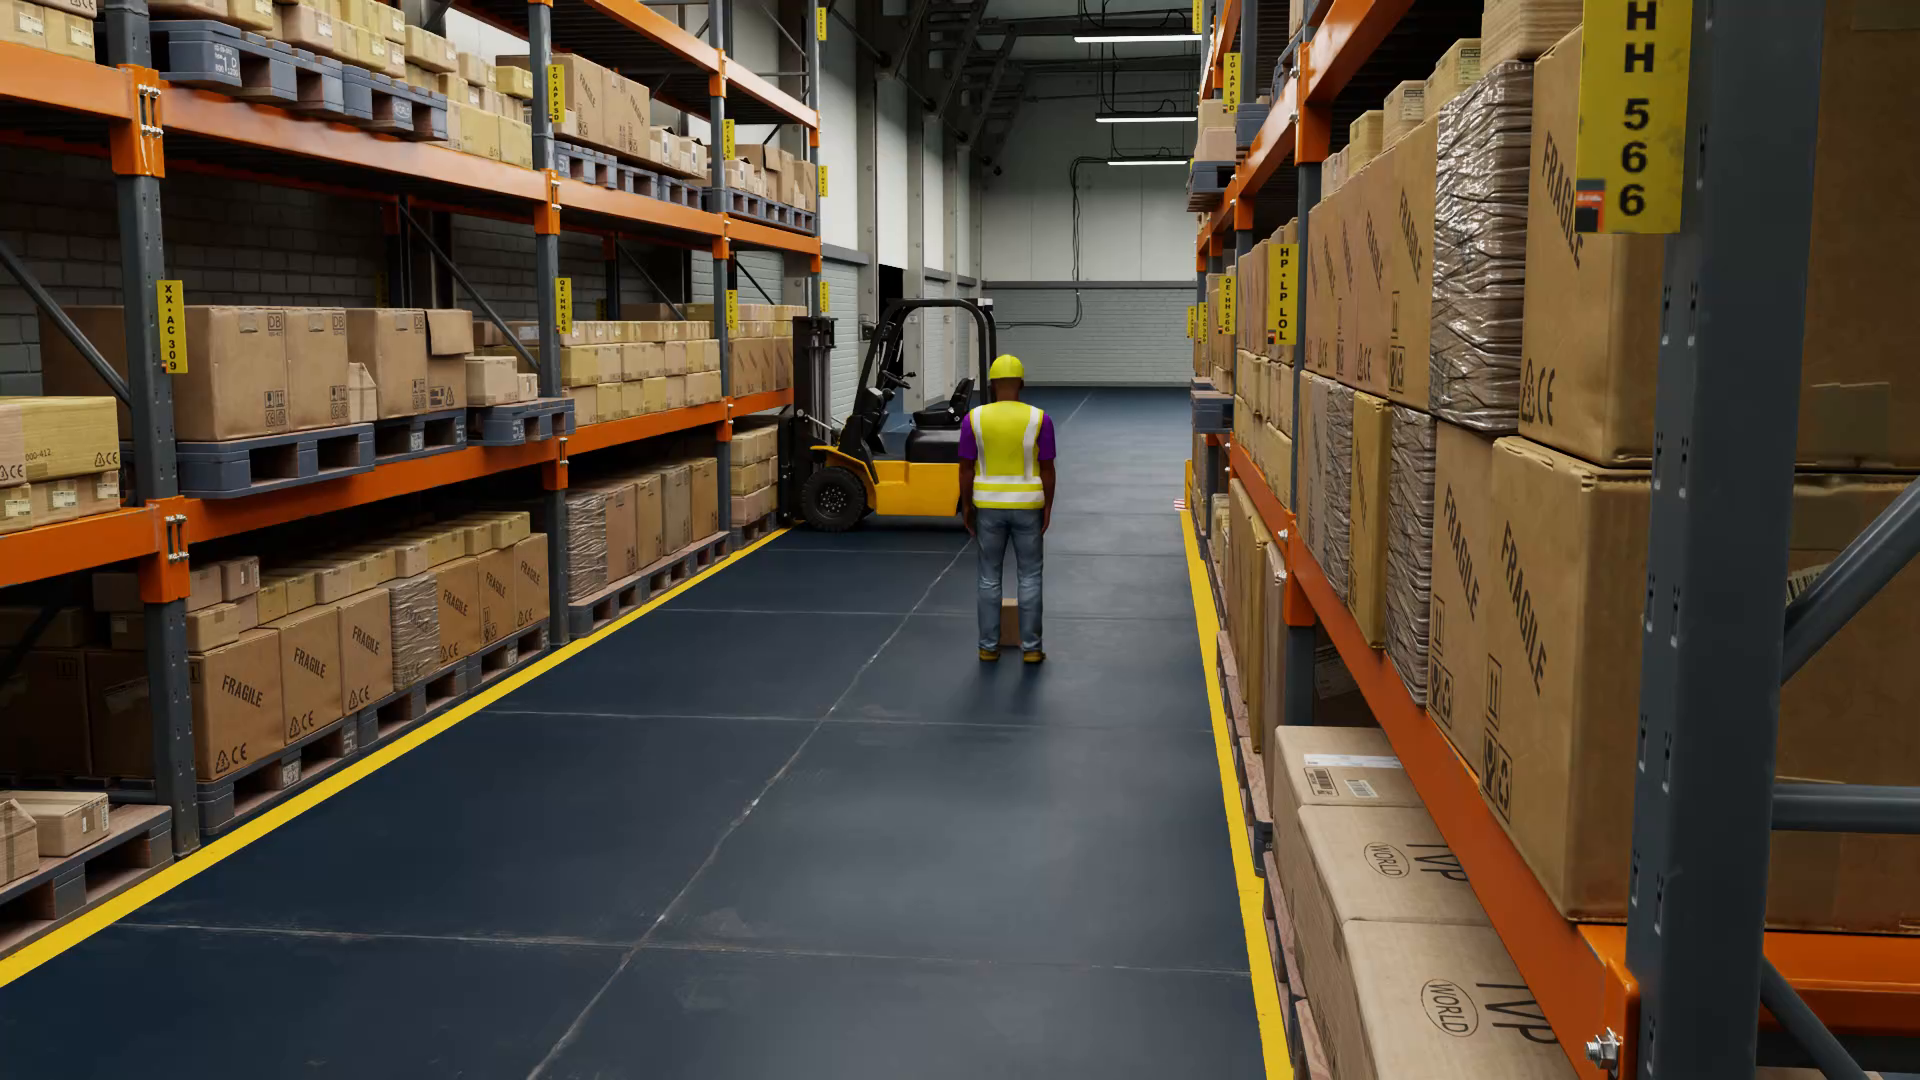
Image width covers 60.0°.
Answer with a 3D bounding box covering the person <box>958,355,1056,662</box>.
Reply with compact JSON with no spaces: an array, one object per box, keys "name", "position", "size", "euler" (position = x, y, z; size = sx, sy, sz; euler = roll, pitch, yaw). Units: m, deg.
[{"name":"person","position":[0.273,-0.176,9.598],"size":[0.564,1.778,0.360],"euler":[1,8,7]}]
